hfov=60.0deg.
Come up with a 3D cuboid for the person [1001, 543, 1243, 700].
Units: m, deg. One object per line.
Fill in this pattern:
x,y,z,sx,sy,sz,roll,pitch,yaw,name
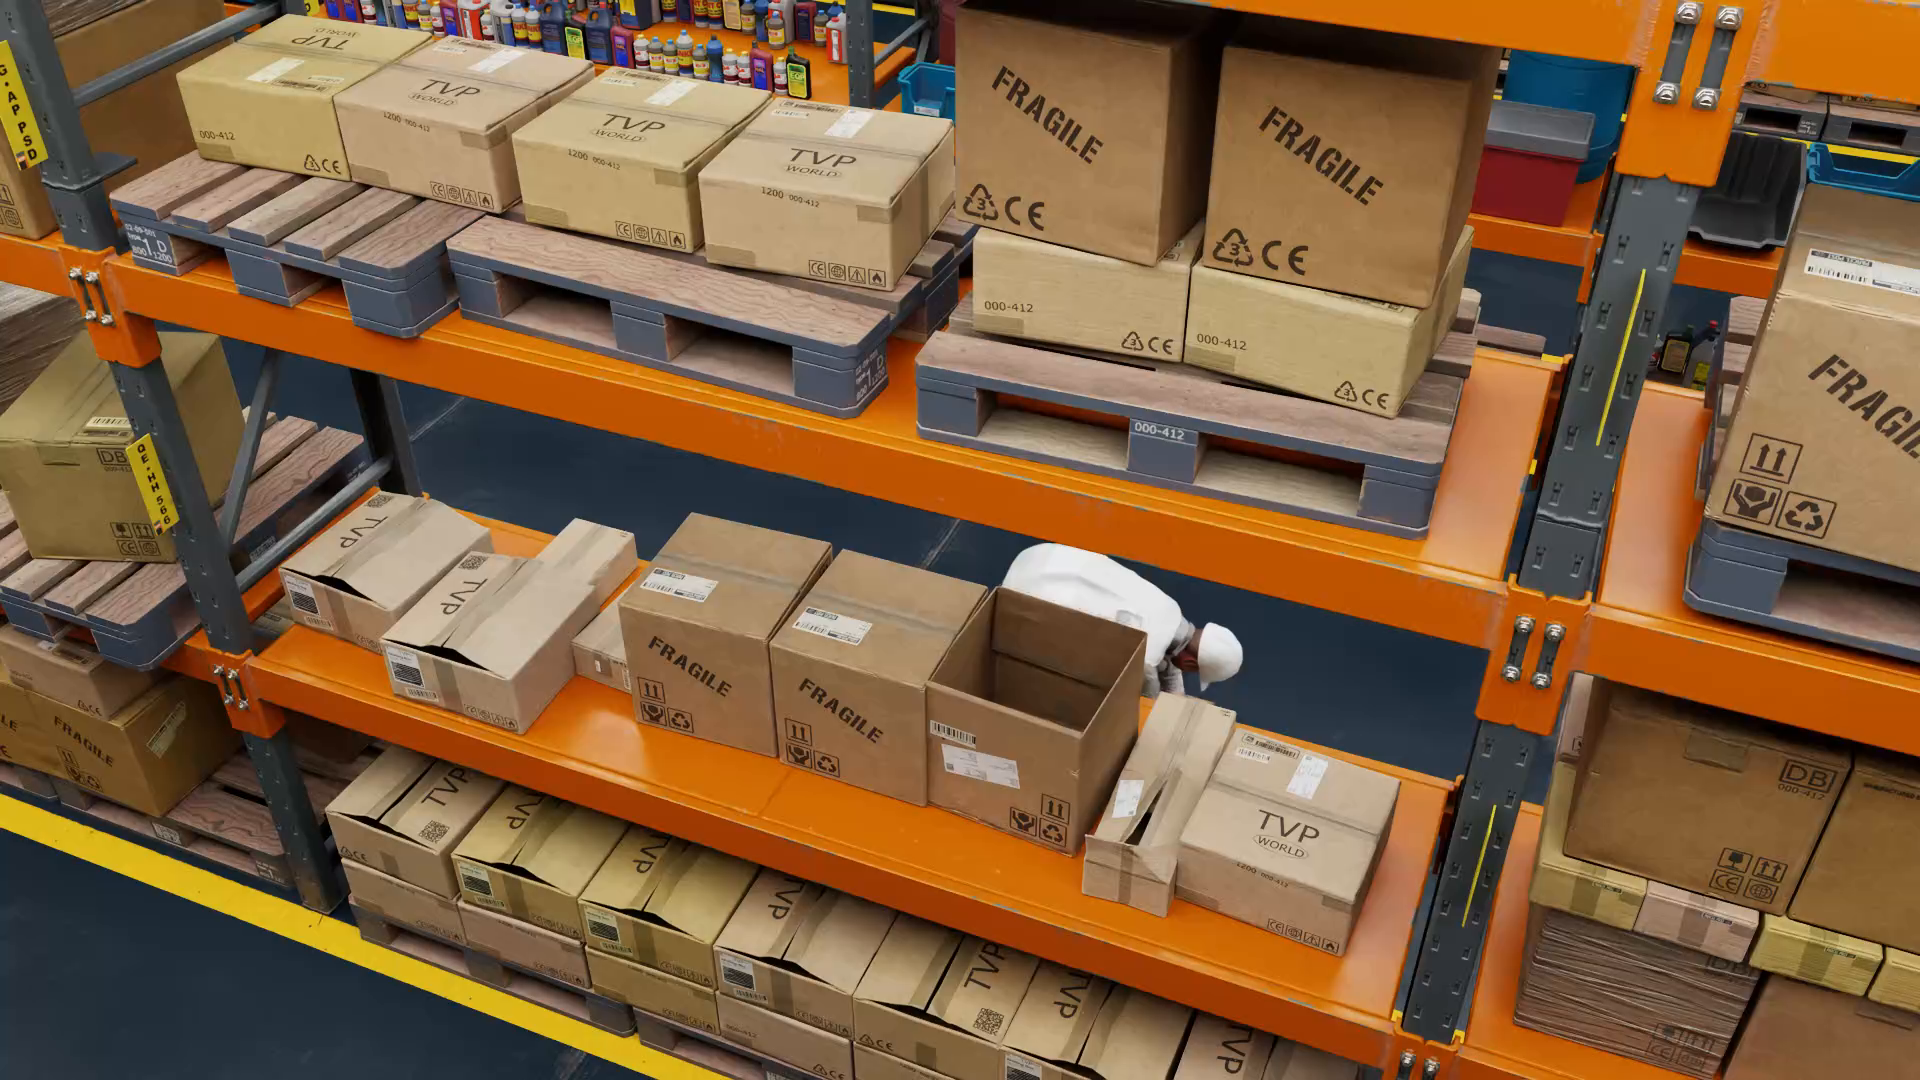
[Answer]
0.643,0.505,6.782,0.997,0.988,0.506,12,39,16,person
